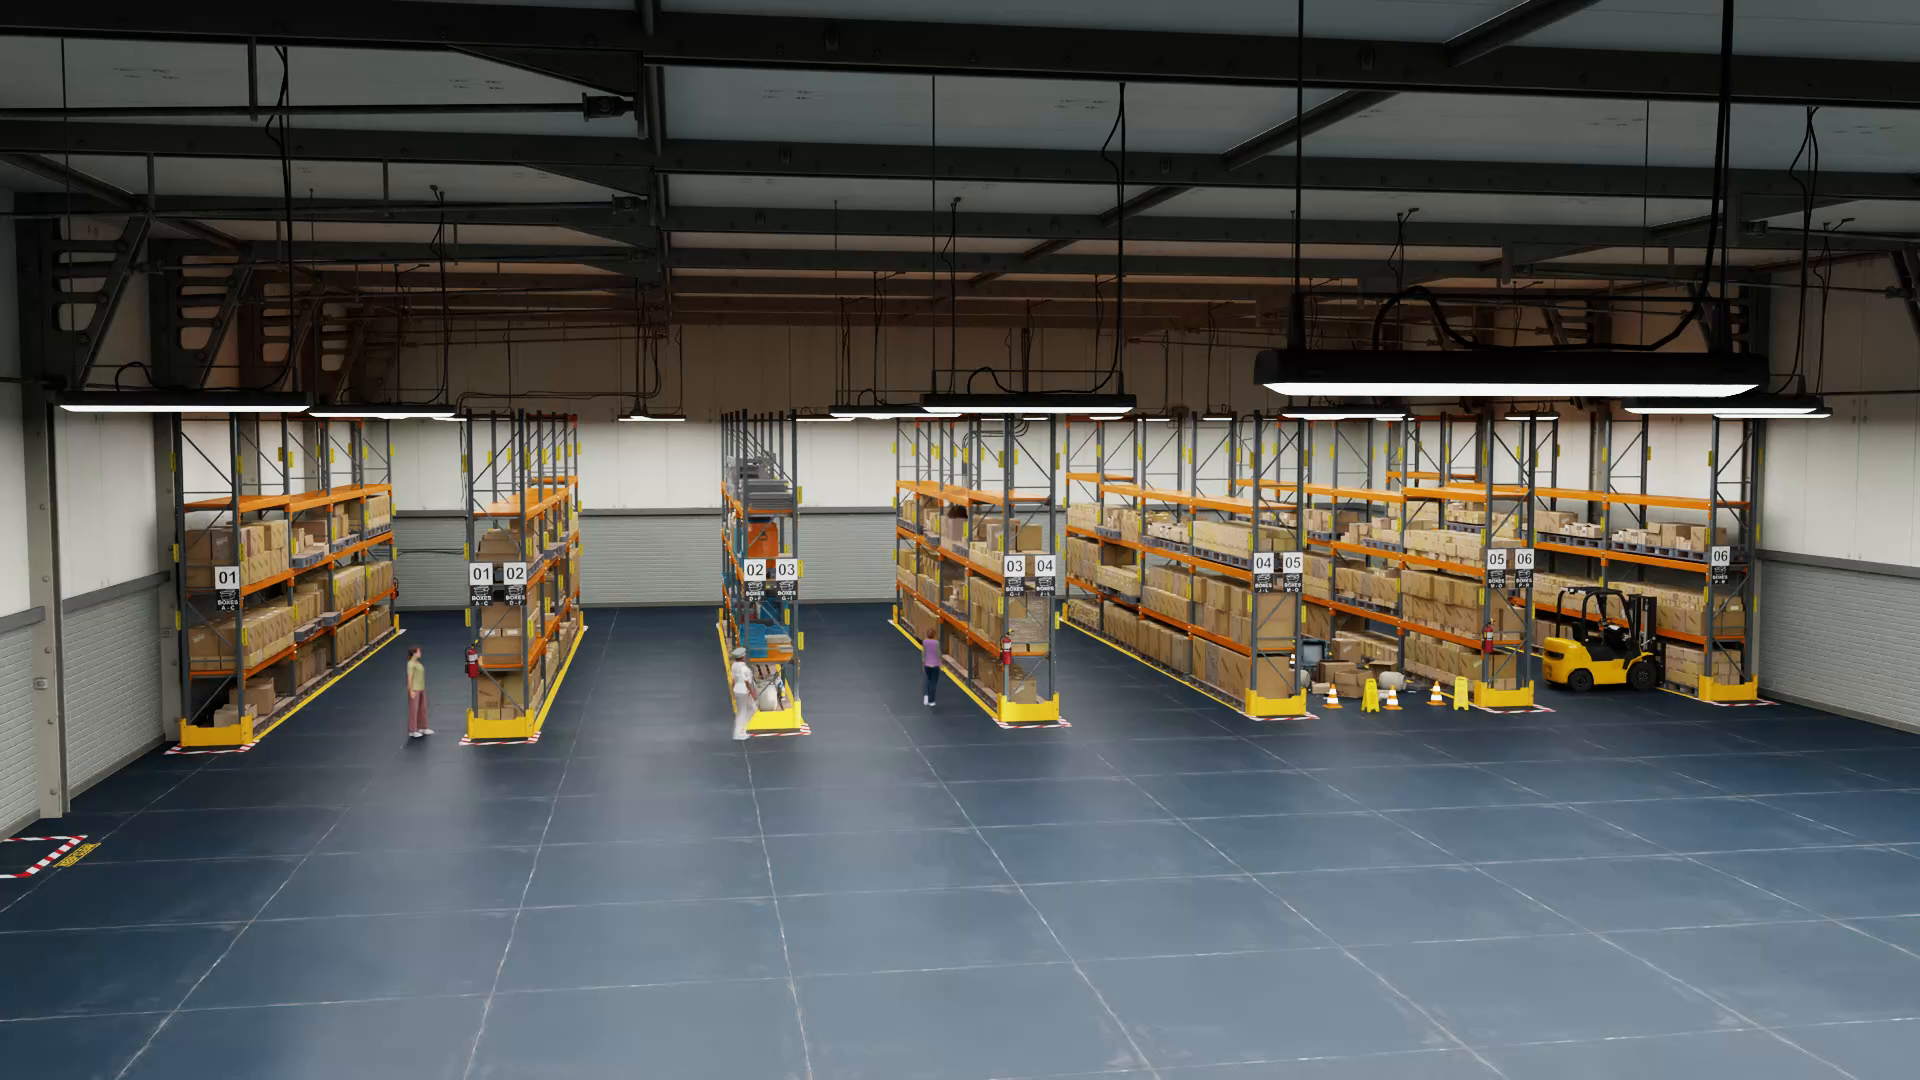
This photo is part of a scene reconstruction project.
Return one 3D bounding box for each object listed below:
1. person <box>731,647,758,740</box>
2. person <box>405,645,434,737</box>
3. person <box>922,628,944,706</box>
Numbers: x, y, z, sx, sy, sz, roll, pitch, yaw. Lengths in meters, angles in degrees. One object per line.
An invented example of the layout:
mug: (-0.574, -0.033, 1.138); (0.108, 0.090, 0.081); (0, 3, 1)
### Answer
person: (-3.902, 2.781, 30.042); (0.475, 1.696, 0.467); (0, 4, -6)
person: (-9.967, 2.769, 30.560); (0.360, 1.692, 0.580); (1, 4, 10)
person: (-0.547, 2.573, 33.702); (0.432, 1.567, 0.387); (2, 4, 26)
